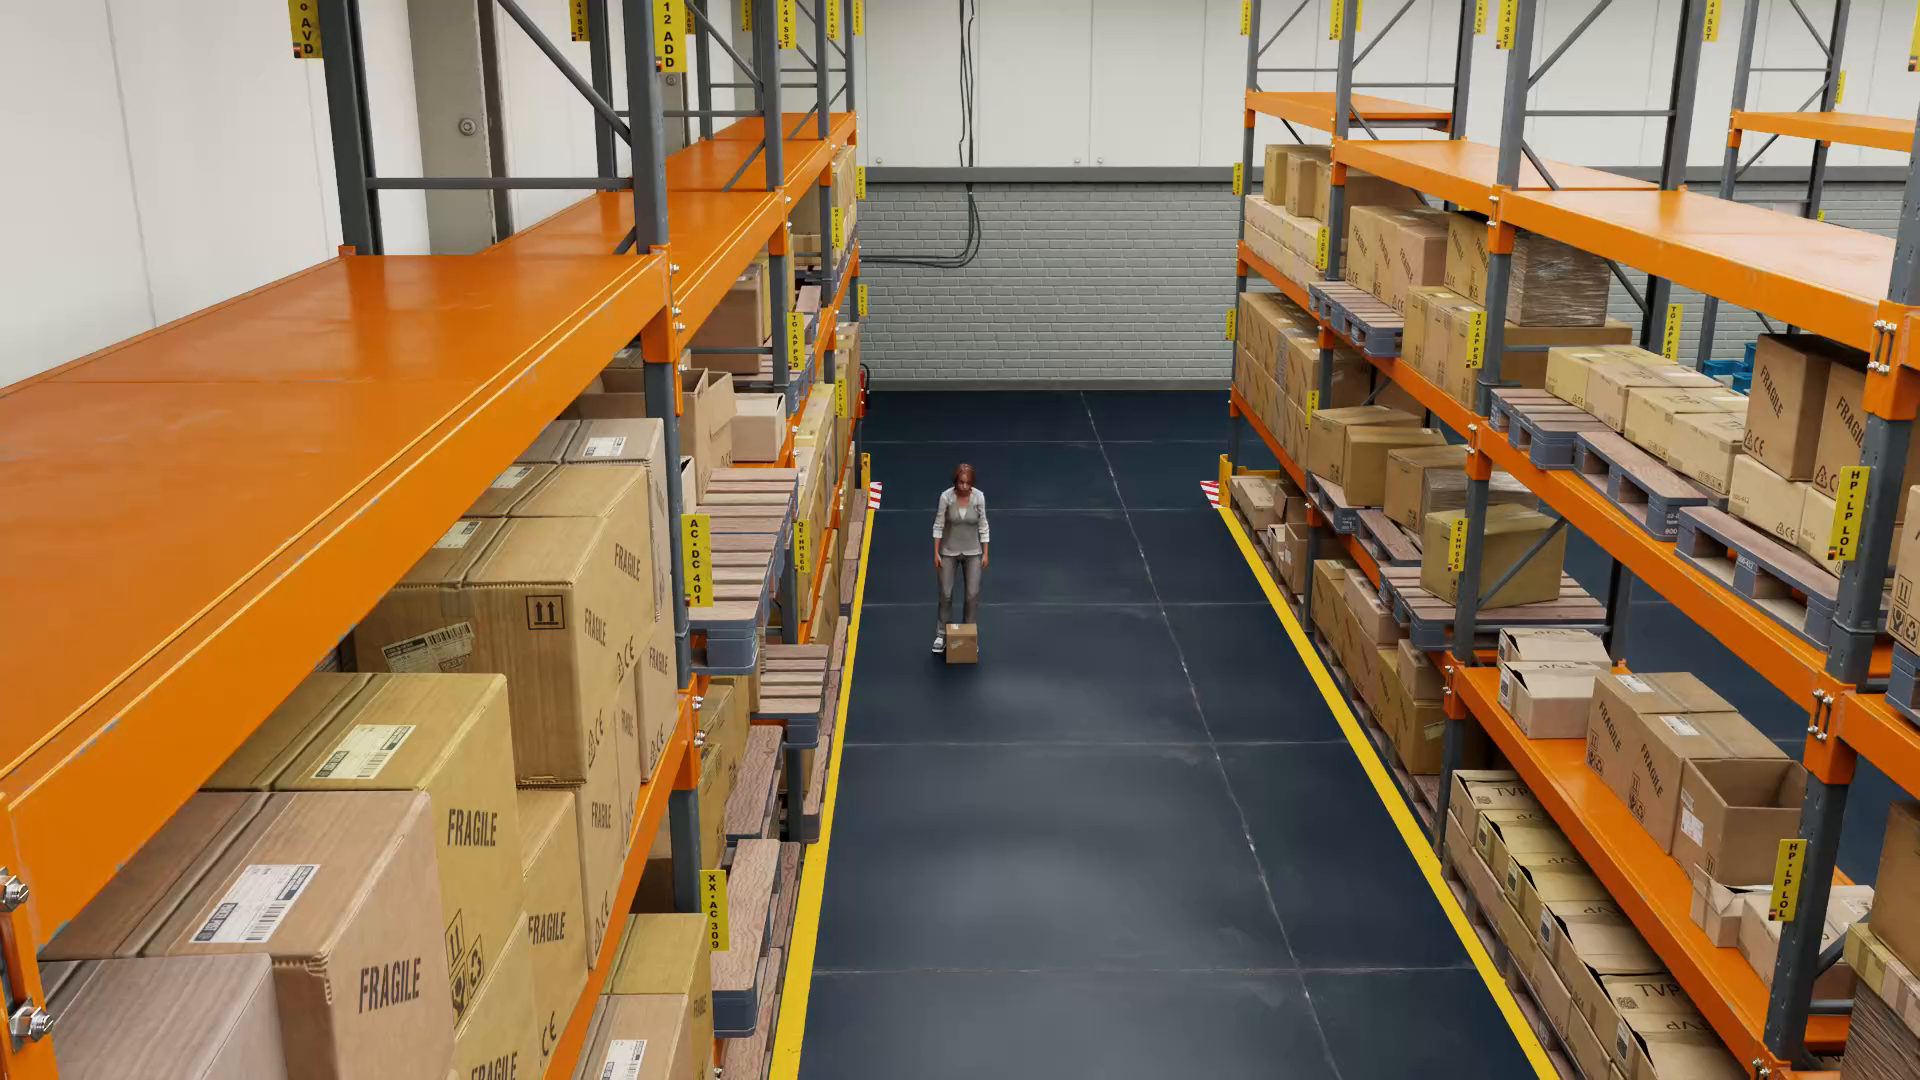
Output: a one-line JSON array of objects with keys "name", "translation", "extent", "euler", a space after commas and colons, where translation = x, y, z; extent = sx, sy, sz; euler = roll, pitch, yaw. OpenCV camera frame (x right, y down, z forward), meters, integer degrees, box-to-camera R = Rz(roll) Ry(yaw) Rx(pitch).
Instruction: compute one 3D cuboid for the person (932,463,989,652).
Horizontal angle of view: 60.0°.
[{"name": "person", "translation": [0.004, 0.139, 13.612], "extent": [0.480, 1.591, 0.378], "euler": [-1, 17, -4]}]
